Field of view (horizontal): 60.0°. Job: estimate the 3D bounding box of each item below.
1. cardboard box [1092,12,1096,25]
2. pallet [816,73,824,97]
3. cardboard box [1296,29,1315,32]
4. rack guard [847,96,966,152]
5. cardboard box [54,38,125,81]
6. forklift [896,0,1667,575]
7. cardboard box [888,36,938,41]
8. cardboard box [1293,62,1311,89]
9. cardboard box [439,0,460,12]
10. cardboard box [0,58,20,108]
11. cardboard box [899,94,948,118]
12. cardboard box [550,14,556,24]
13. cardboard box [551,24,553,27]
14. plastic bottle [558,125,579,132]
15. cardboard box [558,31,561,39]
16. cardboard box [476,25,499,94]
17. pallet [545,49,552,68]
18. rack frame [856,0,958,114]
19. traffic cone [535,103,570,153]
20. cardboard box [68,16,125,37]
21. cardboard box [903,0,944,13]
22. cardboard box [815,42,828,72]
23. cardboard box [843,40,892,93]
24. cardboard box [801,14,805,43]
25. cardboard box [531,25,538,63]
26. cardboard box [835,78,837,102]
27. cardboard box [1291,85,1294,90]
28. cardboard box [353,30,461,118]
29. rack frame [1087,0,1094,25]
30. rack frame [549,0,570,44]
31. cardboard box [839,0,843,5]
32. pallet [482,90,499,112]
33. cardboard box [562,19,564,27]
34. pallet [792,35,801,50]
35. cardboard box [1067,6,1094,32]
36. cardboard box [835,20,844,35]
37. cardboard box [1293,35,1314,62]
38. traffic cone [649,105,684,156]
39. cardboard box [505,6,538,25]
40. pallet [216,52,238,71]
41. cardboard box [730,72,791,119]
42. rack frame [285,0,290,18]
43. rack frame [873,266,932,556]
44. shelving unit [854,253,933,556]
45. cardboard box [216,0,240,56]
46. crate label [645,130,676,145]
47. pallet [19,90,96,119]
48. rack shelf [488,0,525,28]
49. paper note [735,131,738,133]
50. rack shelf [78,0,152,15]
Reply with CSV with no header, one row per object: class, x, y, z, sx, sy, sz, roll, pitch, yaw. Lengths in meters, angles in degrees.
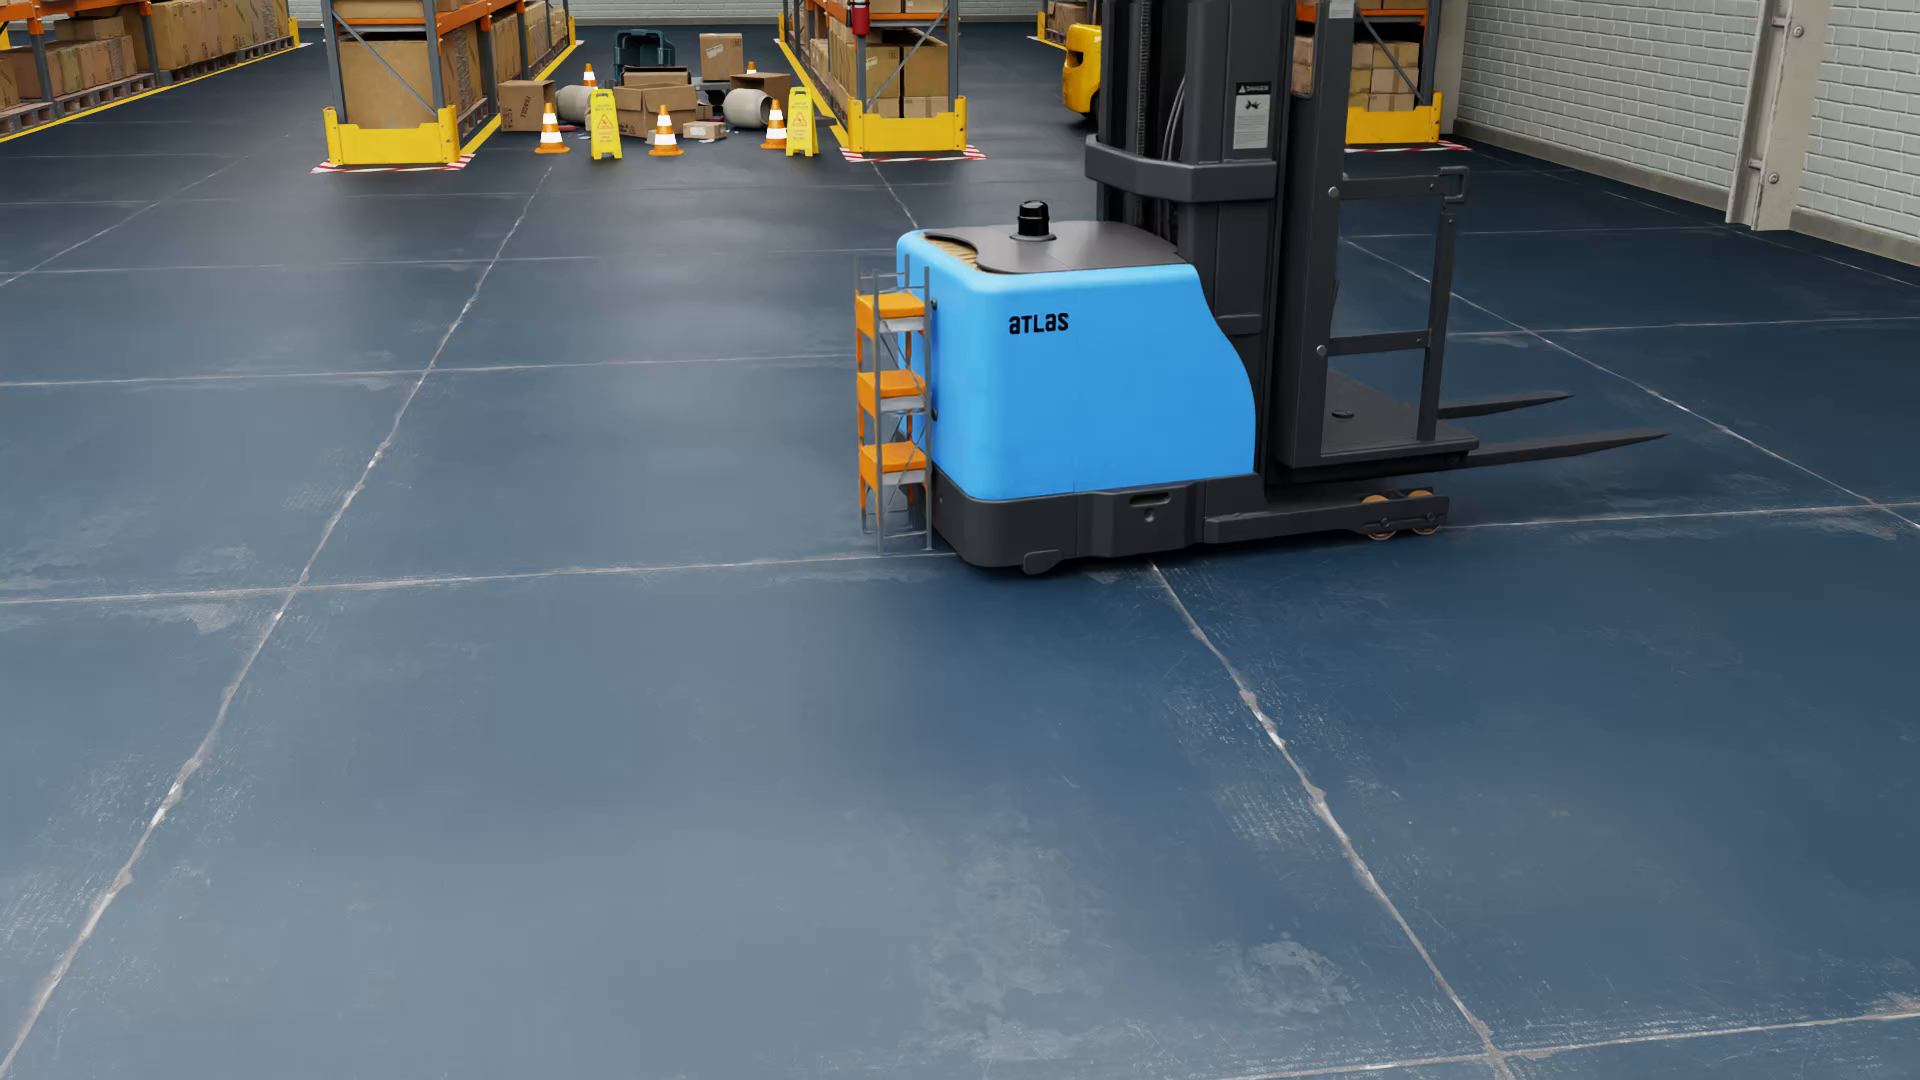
cardboard box,2.507,-8.580,27.875,0.500,0.500,0.500,-2,21,-5
pallet,-1.391,-6.098,22.242,1.003,0.211,1.213,-3,21,-8
cardboard box,4.223,-5.829,19.438,0.500,0.250,0.500,-3,21,-7
rack guard,-0.532,-4.182,16.699,1.175,0.500,0.348,-3,21,-8
cardboard box,-11.272,-6.210,21.499,0.700,0.500,0.500,-5,21,-12
forklift,1.323,-1.540,6.149,3.031,2.935,1.130,-7,21,-17
cardboard box,-0.512,-5.243,18.225,0.500,0.500,0.500,-3,21,-7
cardboard box,3.949,-5.048,18.061,0.500,0.250,0.500,-3,21,-8
cardboard box,-5.561,-5.628,16.784,0.875,0.550,0.550,-3,21,-8
cardboard box,-10.886,-5.097,18.549,0.500,0.500,0.500,-4,21,-9
cardboard box,-0.364,-4.529,17.384,0.500,0.250,0.500,-3,21,-8
cardboard box,-7.062,-8.832,28.199,0.380,0.149,0.250,-2,21,-7
cardboard box,-7.119,-8.695,28.258,0.380,0.149,0.250,-2,21,-5
plastic bottle,-4.314,-4.499,18.175,0.283,0.061,0.133,-11,23,-26
cardboard box,-7.172,-8.826,29.035,0.380,0.149,0.250,-3,21,-7
cardboard box,-6.160,-5.780,20.021,1.050,0.750,0.750,-3,21,-8
pallet,-7.021,-7.621,26.320,1.003,0.211,1.213,-3,21,-8
rack frame,-0.521,-5.327,16.192,1.000,3.000,0.127,-3,21,-8
traffic cone,-4.077,-4.109,16.557,0.336,0.463,0.334,-3,21,-8
cardboard box,-11.355,-6.753,21.882,0.500,0.250,0.500,-2,21,-6
cardboard box,-0.366,-5.337,16.578,0.380,0.149,0.250,-3,21,-8
cardboard box,-1.489,-6.611,22.786,0.950,0.372,0.625,-3,21,-9
cardboard box,-0.974,-5.032,17.659,0.500,0.500,0.500,-2,21,-6
cardboard box,-2.236,-8.701,28.287,0.875,0.438,0.875,-3,21,-9
cardboard box,-6.484,-7.270,24.365,0.500,0.500,0.500,-3,21,-7
cardboard box,-1.192,-5.218,19.230,0.500,0.250,0.500,-2,21,-5
cardboard box,3.884,-4.980,18.593,0.500,0.250,0.500,-3,21,-7
cardboard box,-5.697,-4.780,17.163,0.875,0.875,0.875,-3,21,-9
rack frame,2.660,-9.733,27.989,1.000,3.000,0.127,-3,21,-8
rack frame,-7.712,-10.582,30.262,1.000,3.000,0.127,-3,21,-8
cardboard box,-1.131,-5.940,18.191,0.380,0.149,0.250,-3,21,-8
pallet,-6.168,-5.384,20.331,1.003,0.211,1.213,-3,21,-8
cardboard box,-7.276,-9.234,29.703,0.380,0.149,0.250,-4,21,-10
pallet,-2.463,-8.866,29.652,1.003,0.211,1.213,-3,21,-8
cardboard box,2.312,-9.270,29.722,0.700,0.500,0.500,-4,21,-10
cardboard box,-1.204,-5.741,18.630,0.380,0.149,0.250,-2,21,-5
cardboard box,3.853,-5.450,18.422,0.500,0.250,0.500,-3,21,-7
traffic cone,-2.909,-4.049,16.395,0.336,0.463,0.334,-3,21,-8
cardboard box,-6.550,-7.788,24.681,0.500,0.250,0.500,-3,21,-7
pallet,-11.872,-7.412,25.760,1.003,0.211,1.213,-3,21,-8
cardboard box,-2.290,-5.102,19.160,0.500,0.500,0.500,12,24,29
rack frame,-12.634,-10.367,29.685,1.000,3.000,0.127,-3,21,-8
rack frame,-0.201,-0.444,5.904,0.200,1.050,0.008,-7,21,-17
shelving unit,-0.239,-0.485,6.013,0.215,1.050,0.252,-7,21,-17
cardboard box,-11.946,-7.963,25.685,1.225,0.875,0.875,-3,21,-8
crate label,-3.084,-4.165,17.172,0.250,0.136,0.298,-15,25,-35
pallet,-11.018,-5.175,19.771,1.003,0.211,1.213,-3,21,-8
rack shelf,-6.270,-6.783,21.117,1.077,0.370,4.000,-3,21,-8
paper note,-2.429,-4.430,18.064,0.032,0.001,0.123,-3,21,-8
rack shelf,-11.769,-7.952,24.249,1.077,0.370,4.000,-3,21,-8
